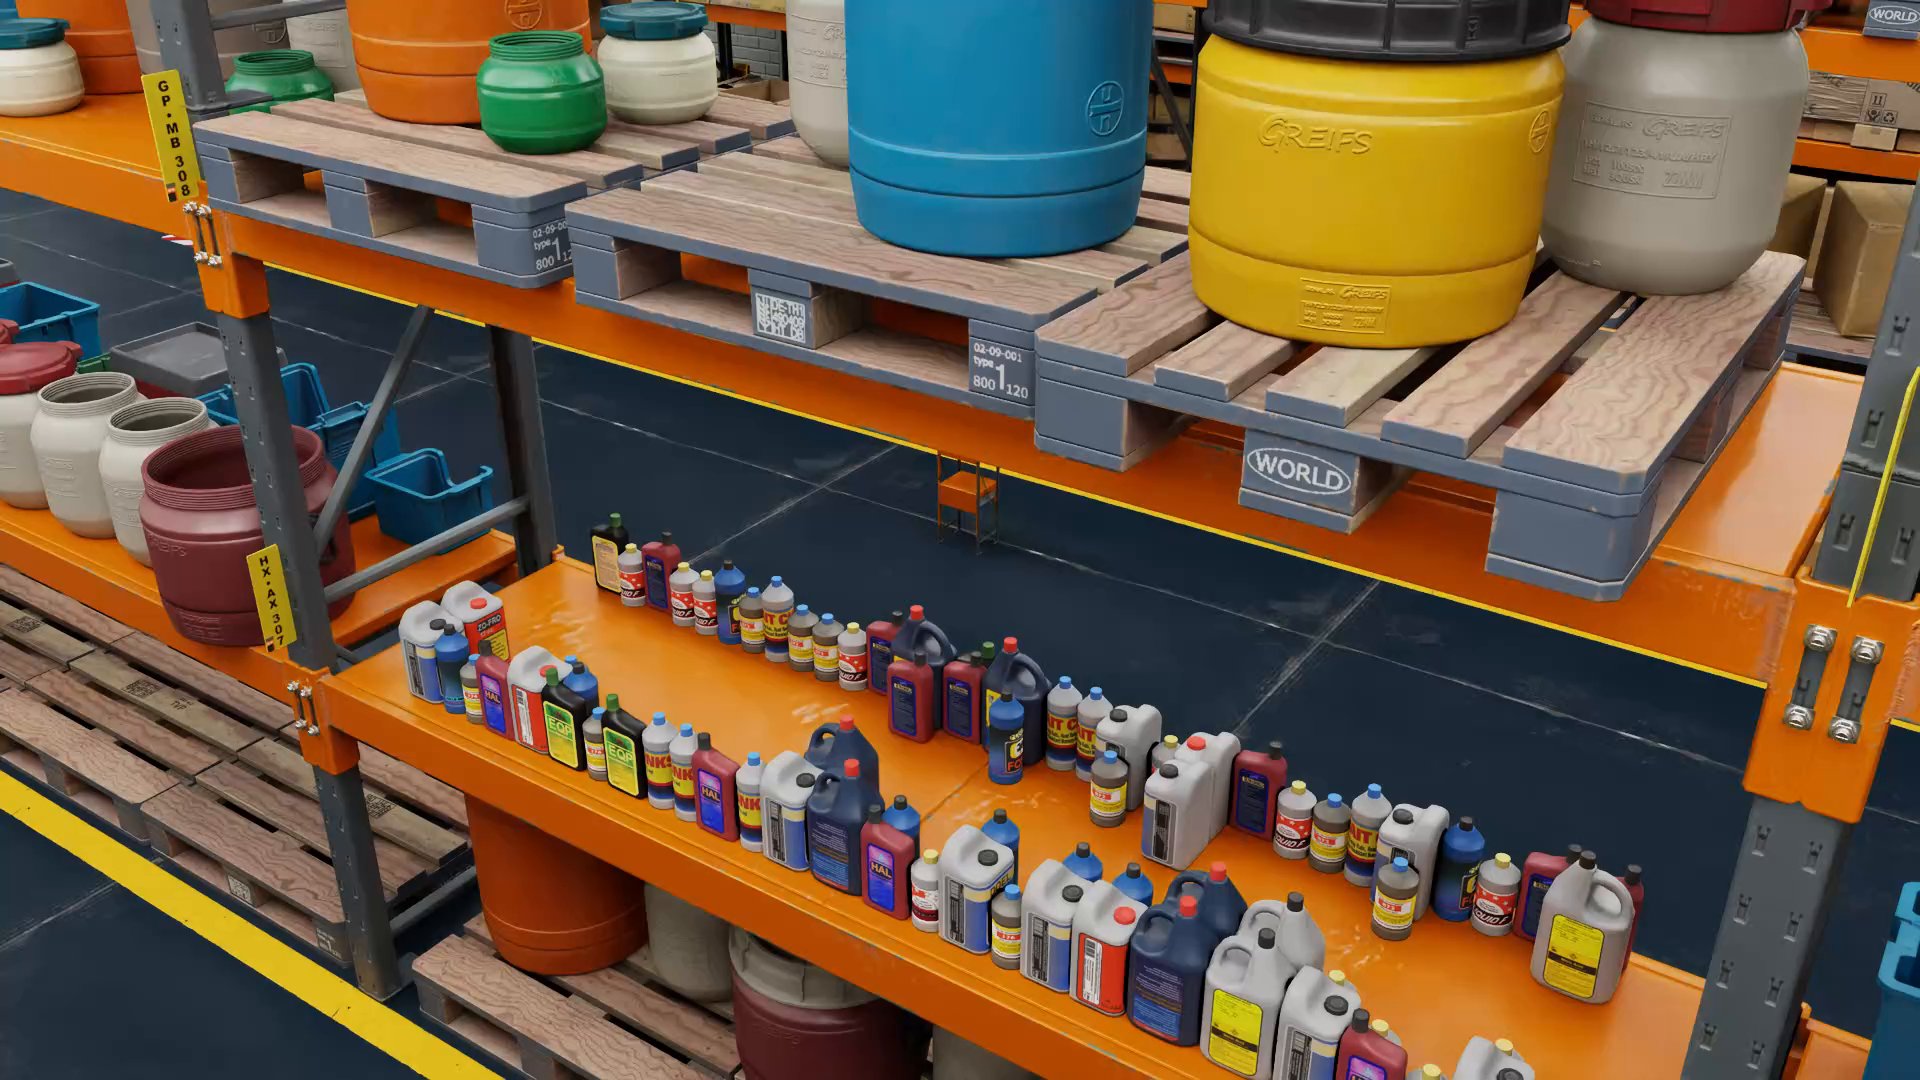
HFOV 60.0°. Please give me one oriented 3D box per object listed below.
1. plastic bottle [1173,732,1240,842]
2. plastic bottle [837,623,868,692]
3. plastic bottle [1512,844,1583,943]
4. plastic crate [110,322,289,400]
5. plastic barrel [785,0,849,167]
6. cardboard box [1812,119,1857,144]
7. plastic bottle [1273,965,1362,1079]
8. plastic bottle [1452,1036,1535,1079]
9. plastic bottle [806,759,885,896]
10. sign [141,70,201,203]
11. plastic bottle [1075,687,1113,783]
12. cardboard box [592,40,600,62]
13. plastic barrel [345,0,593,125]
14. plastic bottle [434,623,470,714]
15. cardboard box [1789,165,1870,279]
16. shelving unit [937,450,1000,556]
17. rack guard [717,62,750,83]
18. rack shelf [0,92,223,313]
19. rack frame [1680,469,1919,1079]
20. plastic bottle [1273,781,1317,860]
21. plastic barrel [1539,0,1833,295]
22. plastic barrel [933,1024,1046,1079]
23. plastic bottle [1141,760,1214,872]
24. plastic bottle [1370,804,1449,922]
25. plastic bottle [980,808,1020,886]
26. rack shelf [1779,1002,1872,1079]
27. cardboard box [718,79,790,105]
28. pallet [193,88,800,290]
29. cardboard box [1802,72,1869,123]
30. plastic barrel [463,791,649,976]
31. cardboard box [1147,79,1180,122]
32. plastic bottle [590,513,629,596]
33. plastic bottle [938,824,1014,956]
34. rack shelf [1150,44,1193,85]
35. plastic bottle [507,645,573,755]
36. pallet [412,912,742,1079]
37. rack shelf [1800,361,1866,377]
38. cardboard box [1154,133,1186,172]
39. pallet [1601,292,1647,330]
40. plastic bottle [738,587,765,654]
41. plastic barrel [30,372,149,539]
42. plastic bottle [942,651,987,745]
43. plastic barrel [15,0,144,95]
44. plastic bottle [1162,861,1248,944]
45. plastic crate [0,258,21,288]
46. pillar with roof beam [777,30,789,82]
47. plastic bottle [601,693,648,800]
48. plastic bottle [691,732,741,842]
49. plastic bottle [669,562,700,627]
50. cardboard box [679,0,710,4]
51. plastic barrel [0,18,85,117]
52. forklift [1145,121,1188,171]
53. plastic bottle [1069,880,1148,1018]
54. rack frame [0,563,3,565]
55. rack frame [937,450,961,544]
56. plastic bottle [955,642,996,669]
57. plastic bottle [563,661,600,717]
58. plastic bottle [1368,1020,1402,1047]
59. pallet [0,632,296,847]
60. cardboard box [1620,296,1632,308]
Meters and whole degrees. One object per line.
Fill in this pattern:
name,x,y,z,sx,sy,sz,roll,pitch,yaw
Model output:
plastic bottle,0.639,0.623,4.355,0.135,0.276,0.152,17,32,30
plastic bottle,-0.317,0.344,4.987,0.097,0.201,0.097,0,27,0
plastic bottle,1.398,0.831,3.938,0.133,0.283,0.061,17,32,30
plastic crate,-2.888,-0.518,6.390,0.583,0.464,0.402,17,32,30
plastic barrel,-0.182,-1.146,3.774,0.433,0.535,0.433,0,27,0
cardboard box,5.914,-2.787,11.175,0.250,0.149,0.380,17,32,30
plastic bottle,0.759,1.048,3.520,0.135,0.276,0.152,17,32,30
plastic bottle,1.060,1.142,3.335,0.135,0.276,0.152,17,32,30
plastic bottle,-0.283,0.693,4.136,0.185,0.351,0.144,17,32,30
sign,-2.035,-1.043,4.300,0.005,0.325,0.100,17,32,30
plastic bottle,0.368,0.526,4.551,0.097,0.271,0.097,0,27,0
cardboard box,-2.564,-3.161,10.830,0.250,0.149,0.380,17,32,30
plastic barrel,-1.263,-1.529,4.203,0.708,0.830,0.600,17,32,30
plastic bottle,-1.475,0.369,4.859,0.097,0.271,0.097,0,27,0
cardboard box,5.834,-2.211,11.695,0.750,0.750,0.750,18,32,32
shelving unit,0.044,-0.454,8.485,0.252,1.050,0.215,17,32,30
rack guard,-2.651,-4.585,17.208,0.348,0.500,1.175,17,32,30
rack shelf,-3.377,-1.490,5.856,4.000,0.370,1.077,17,32,30
rack frame,1.568,1.067,3.346,0.127,3.000,1.000,17,32,30
plastic bottle,0.860,0.710,4.266,0.097,0.201,0.097,0,27,0
plastic barrel,1.276,-0.746,2.989,0.433,0.535,0.433,0,27,0
plastic barrel,0.131,1.482,4.810,0.421,0.512,0.421,0,27,0
plastic bottle,0.553,0.680,4.243,0.135,0.276,0.152,17,32,30
plastic bottle,1.101,0.767,4.072,0.135,0.276,0.152,17,32,30
plastic bottle,0.097,0.775,4.061,0.097,0.271,0.097,0,27,0
rack shelf,3.217,1.901,2.500,4.000,0.370,1.077,17,32,30
cardboard box,-1.160,-2.544,10.332,0.500,0.500,0.500,20,33,34
pallet,-1.154,-0.980,4.269,1.213,0.211,1.003,17,32,30
cardboard box,5.819,-3.107,11.087,0.500,0.500,0.500,17,32,30
plastic barrel,-1.316,0.939,5.527,0.708,0.830,0.600,17,32,30
cardboard box,1.564,-3.813,14.379,0.500,0.250,0.500,17,31,29
plastic bottle,-1.154,0.036,5.500,0.133,0.283,0.061,17,32,30
plastic bottle,0.041,0.825,3.959,0.135,0.276,0.152,17,32,30
rack shelf,2.232,-3.857,13.815,4.000,0.370,1.077,17,32,30
plastic bottle,-1.174,0.446,4.703,0.135,0.276,0.152,17,32,30
pallet,-1.055,1.470,5.629,1.213,0.211,1.003,17,32,30
rack shelf,2.727,-0.977,8.155,4.000,0.370,1.077,17,32,30
cardboard box,2.051,-3.330,14.258,0.500,0.500,0.700,18,32,31
pallet,2.684,-1.228,8.067,1.213,0.211,1.003,17,32,30
plastic bottle,-0.638,0.244,5.183,0.097,0.201,0.097,0,27,0
plastic barrel,-3.045,-0.302,5.914,0.421,0.512,0.421,0,27,0
plastic bottle,0.016,0.434,4.718,0.133,0.283,0.061,17,32,30
plastic barrel,-2.822,-1.948,5.490,0.708,0.830,0.600,17,32,30
plastic bottle,0.555,0.874,3.780,0.185,0.351,0.144,17,32,30
plastic crate,-4.454,-1.006,7.349,0.583,0.464,0.402,17,32,30
pillar with roof beam,-4.085,-6.926,12.438,0.400,9.000,9.100,17,32,30
plastic bottle,-0.899,0.553,4.484,0.133,0.283,0.061,17,32,30
plastic bottle,-0.629,0.638,4.318,0.133,0.283,0.061,17,32,30
plastic bottle,-0.879,0.169,5.331,0.097,0.201,0.097,0,27,0
cardboard box,-2.492,-5.416,16.229,0.500,0.250,0.500,16,31,29
plastic barrel,-2.909,-1.475,5.185,0.301,0.262,0.301,0,27,0
forklift,1.348,-2.753,10.929,3.031,2.935,1.130,5,27,11
plastic bottle,0.344,0.919,3.774,0.135,0.276,0.152,17,32,30
rack frame,-5.026,-0.987,7.383,0.127,3.000,1.000,17,32,30
rack frame,-0.056,-0.485,8.546,0.008,1.050,0.200,17,32,30
plastic bottle,0.051,0.412,4.763,0.133,0.283,0.061,17,32,30
plastic bottle,-1.059,0.465,4.670,0.097,0.271,0.097,0,27,0
plastic bottle,0.874,1.099,3.503,0.097,0.201,0.097,0,27,0
pallet,-3.347,0.756,7.032,1.213,0.211,1.003,17,32,30
cardboard box,2.885,-1.446,7.711,0.500,0.500,0.700,9,28,18
